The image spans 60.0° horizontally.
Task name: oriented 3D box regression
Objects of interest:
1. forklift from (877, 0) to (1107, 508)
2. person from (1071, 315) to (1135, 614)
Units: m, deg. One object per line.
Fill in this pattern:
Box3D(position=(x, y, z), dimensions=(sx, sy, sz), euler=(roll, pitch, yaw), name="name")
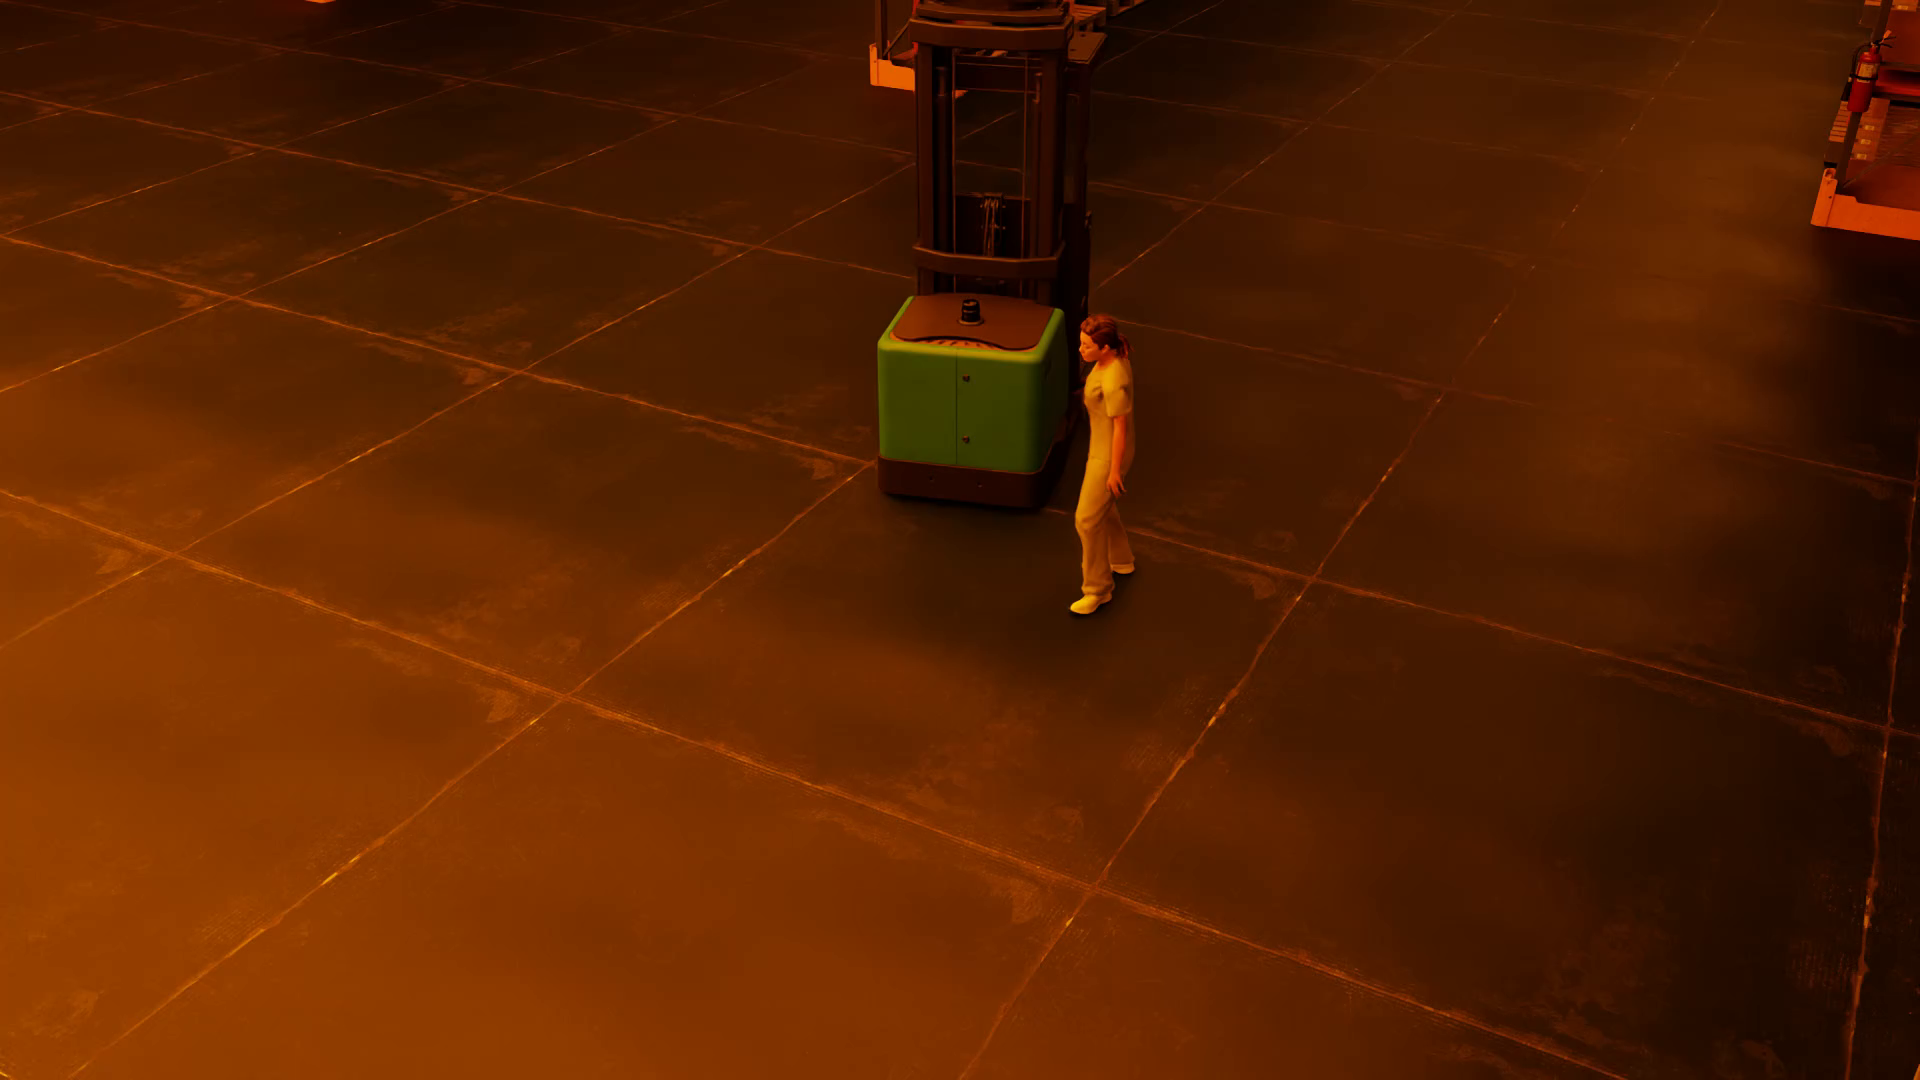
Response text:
Box3D(position=(0.315, -2.187, 10.860), dimensions=(1.130, 2.935, 3.031), euler=(7, 31, 11), name="forklift")
Box3D(position=(0.821, -0.465, 9.177), dimensions=(0.376, 1.646, 0.780), euler=(2, 30, 3), name="person")
